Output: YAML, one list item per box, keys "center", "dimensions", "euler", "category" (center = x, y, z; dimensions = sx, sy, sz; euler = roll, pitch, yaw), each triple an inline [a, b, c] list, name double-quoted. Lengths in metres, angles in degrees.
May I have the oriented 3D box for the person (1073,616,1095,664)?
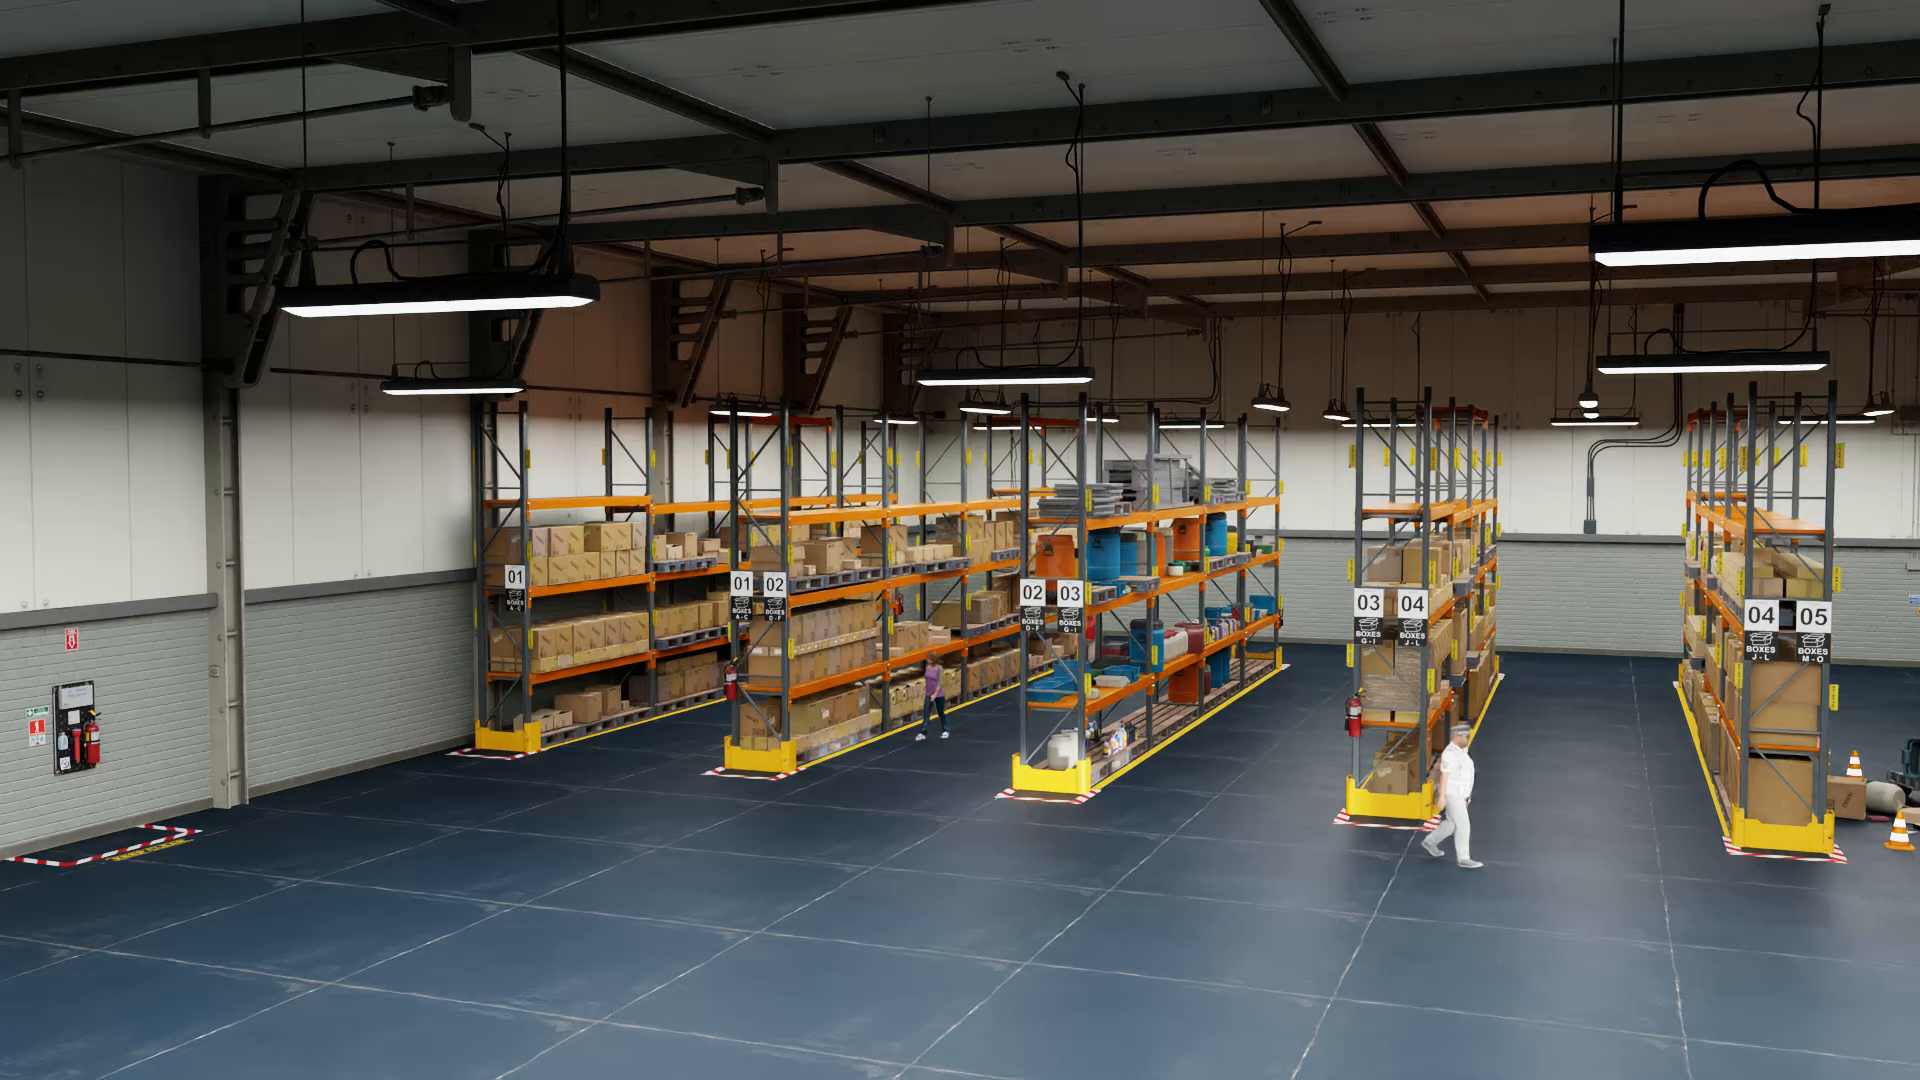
- center: [2.883, 2.337, 37.451]
  dimensions: [0.608, 1.661, 1.099]
  euler: [1, 3, 18]
  category: "person"

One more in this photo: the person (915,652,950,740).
- center: [-0.502, 2.768, 29.470]
  dimensions: [0.438, 1.560, 0.905]
  euler: [2, 3, 35]
  category: "person"

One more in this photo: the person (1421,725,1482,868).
- center: [6.102, 3.139, 20.588]
  dimensions: [0.859, 1.720, 0.548]
  euler: [2, 3, 34]
  category: "person"
